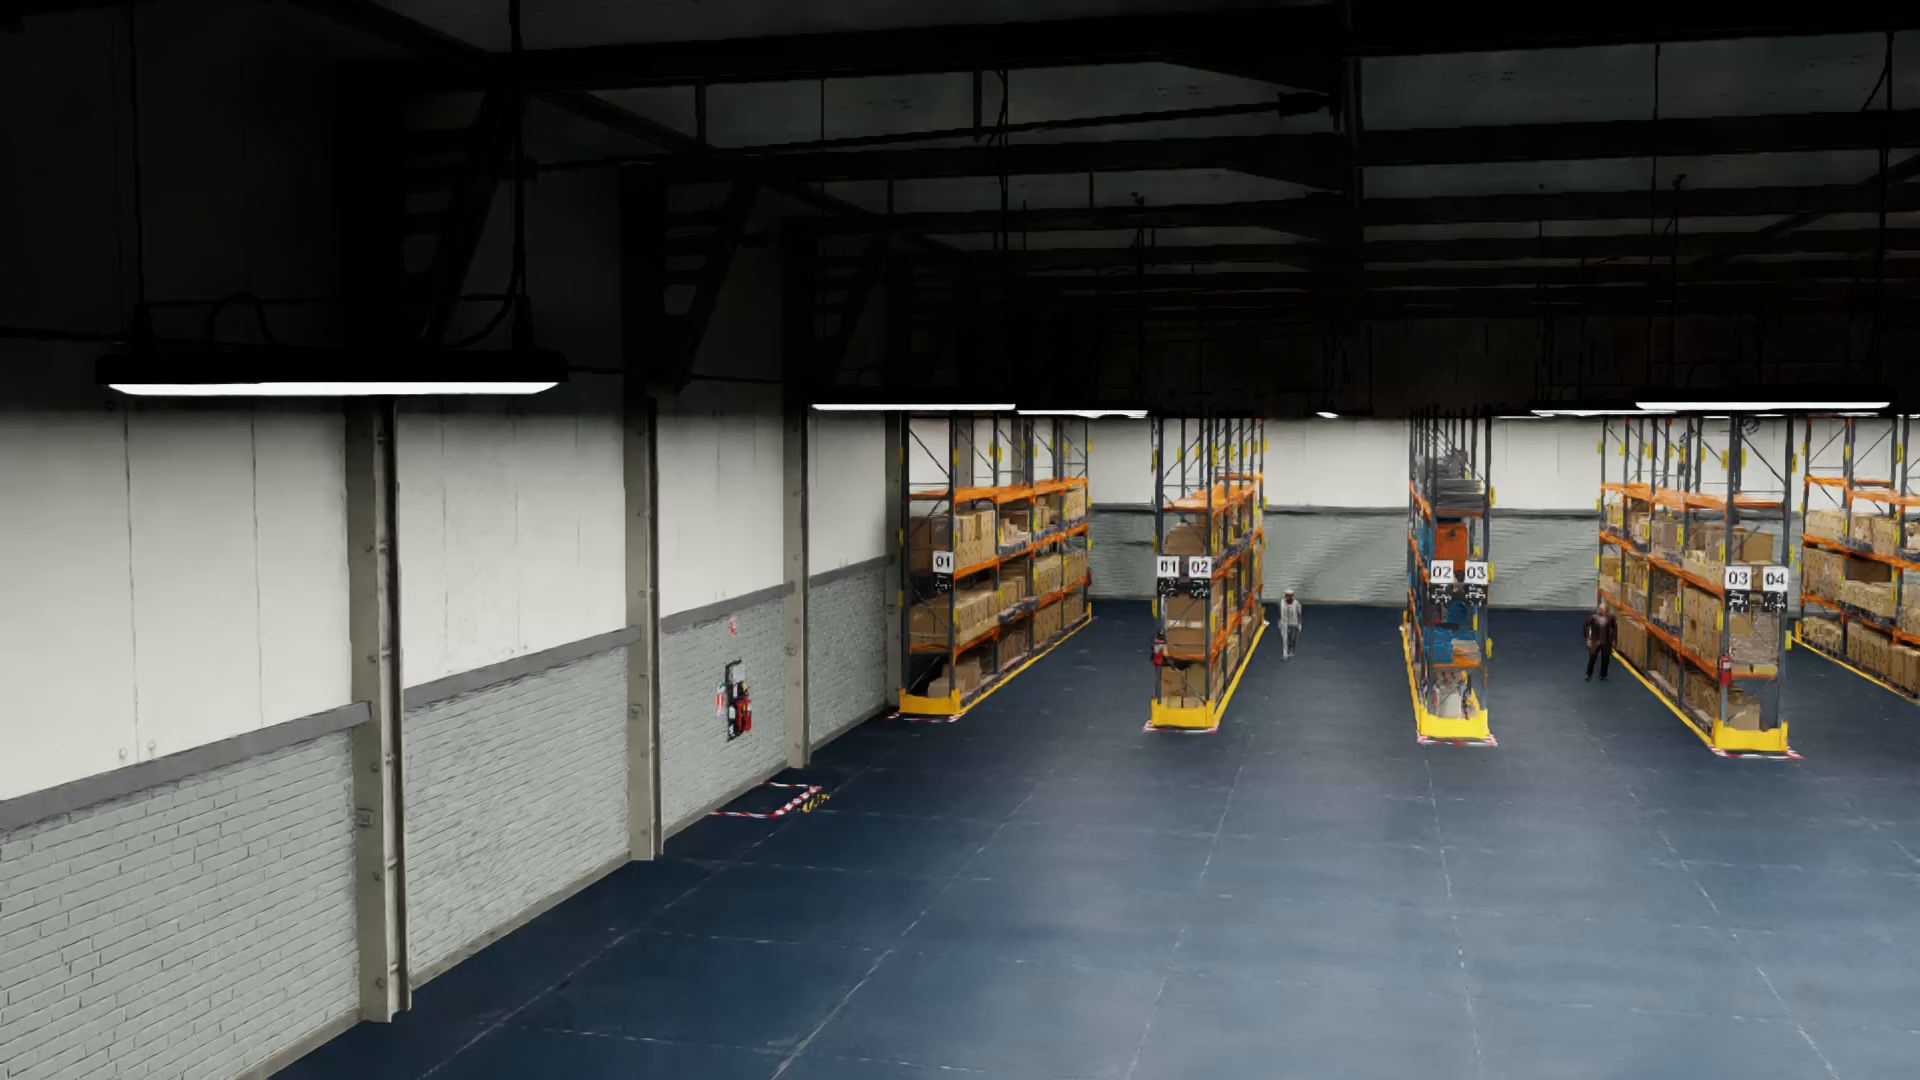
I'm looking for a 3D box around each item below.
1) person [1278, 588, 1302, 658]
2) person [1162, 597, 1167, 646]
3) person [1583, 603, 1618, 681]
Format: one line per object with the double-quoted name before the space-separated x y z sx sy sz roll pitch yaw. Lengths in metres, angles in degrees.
"person" 7.907 1.973 39.851 0.577 1.679 0.873 1 4 13
"person" 5.243 1.888 42.256 0.508 1.581 0.527 -4 6 -44
"person" 14.076 2.238 36.589 0.729 1.733 0.546 1 4 12
